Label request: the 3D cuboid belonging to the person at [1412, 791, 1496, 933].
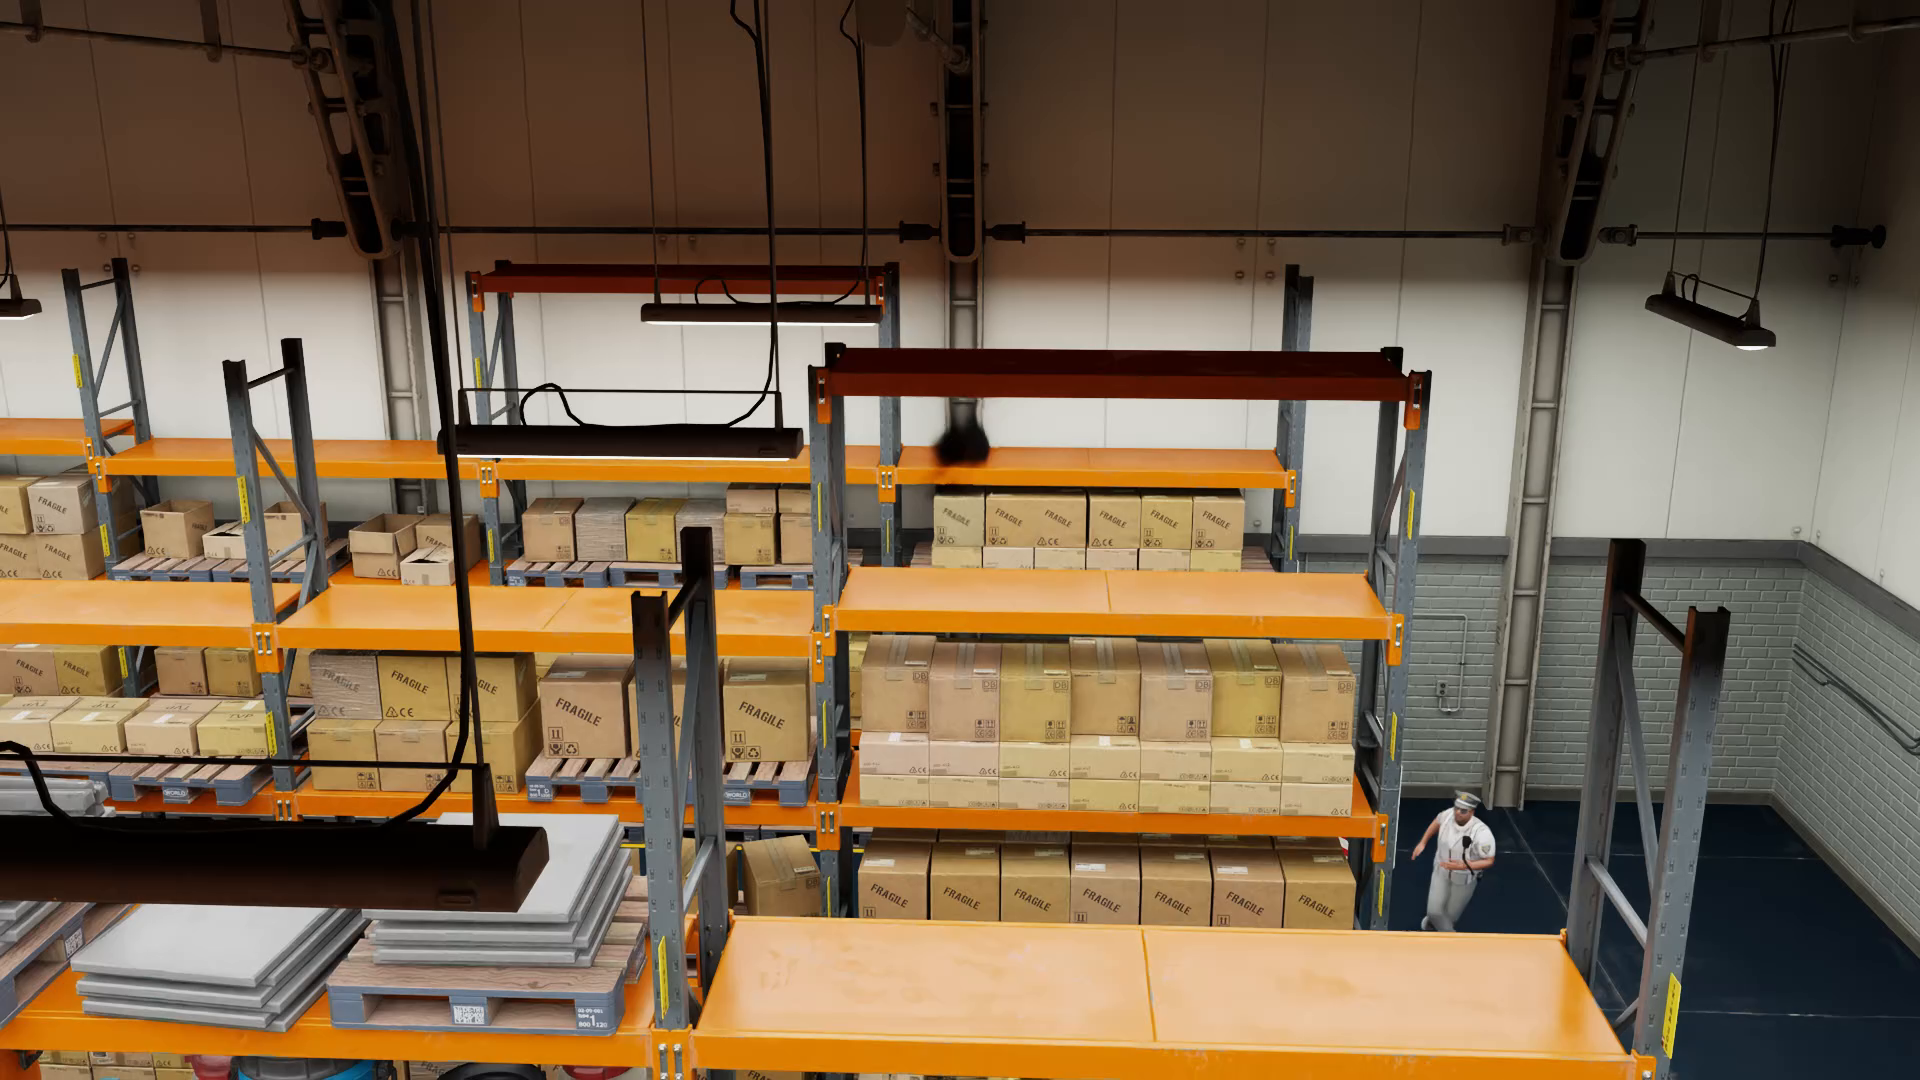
[{"bbox_3d":[4.537,3.021,15.272,0.783,1.716,0.650,10,19,32],"label":"person"}]
